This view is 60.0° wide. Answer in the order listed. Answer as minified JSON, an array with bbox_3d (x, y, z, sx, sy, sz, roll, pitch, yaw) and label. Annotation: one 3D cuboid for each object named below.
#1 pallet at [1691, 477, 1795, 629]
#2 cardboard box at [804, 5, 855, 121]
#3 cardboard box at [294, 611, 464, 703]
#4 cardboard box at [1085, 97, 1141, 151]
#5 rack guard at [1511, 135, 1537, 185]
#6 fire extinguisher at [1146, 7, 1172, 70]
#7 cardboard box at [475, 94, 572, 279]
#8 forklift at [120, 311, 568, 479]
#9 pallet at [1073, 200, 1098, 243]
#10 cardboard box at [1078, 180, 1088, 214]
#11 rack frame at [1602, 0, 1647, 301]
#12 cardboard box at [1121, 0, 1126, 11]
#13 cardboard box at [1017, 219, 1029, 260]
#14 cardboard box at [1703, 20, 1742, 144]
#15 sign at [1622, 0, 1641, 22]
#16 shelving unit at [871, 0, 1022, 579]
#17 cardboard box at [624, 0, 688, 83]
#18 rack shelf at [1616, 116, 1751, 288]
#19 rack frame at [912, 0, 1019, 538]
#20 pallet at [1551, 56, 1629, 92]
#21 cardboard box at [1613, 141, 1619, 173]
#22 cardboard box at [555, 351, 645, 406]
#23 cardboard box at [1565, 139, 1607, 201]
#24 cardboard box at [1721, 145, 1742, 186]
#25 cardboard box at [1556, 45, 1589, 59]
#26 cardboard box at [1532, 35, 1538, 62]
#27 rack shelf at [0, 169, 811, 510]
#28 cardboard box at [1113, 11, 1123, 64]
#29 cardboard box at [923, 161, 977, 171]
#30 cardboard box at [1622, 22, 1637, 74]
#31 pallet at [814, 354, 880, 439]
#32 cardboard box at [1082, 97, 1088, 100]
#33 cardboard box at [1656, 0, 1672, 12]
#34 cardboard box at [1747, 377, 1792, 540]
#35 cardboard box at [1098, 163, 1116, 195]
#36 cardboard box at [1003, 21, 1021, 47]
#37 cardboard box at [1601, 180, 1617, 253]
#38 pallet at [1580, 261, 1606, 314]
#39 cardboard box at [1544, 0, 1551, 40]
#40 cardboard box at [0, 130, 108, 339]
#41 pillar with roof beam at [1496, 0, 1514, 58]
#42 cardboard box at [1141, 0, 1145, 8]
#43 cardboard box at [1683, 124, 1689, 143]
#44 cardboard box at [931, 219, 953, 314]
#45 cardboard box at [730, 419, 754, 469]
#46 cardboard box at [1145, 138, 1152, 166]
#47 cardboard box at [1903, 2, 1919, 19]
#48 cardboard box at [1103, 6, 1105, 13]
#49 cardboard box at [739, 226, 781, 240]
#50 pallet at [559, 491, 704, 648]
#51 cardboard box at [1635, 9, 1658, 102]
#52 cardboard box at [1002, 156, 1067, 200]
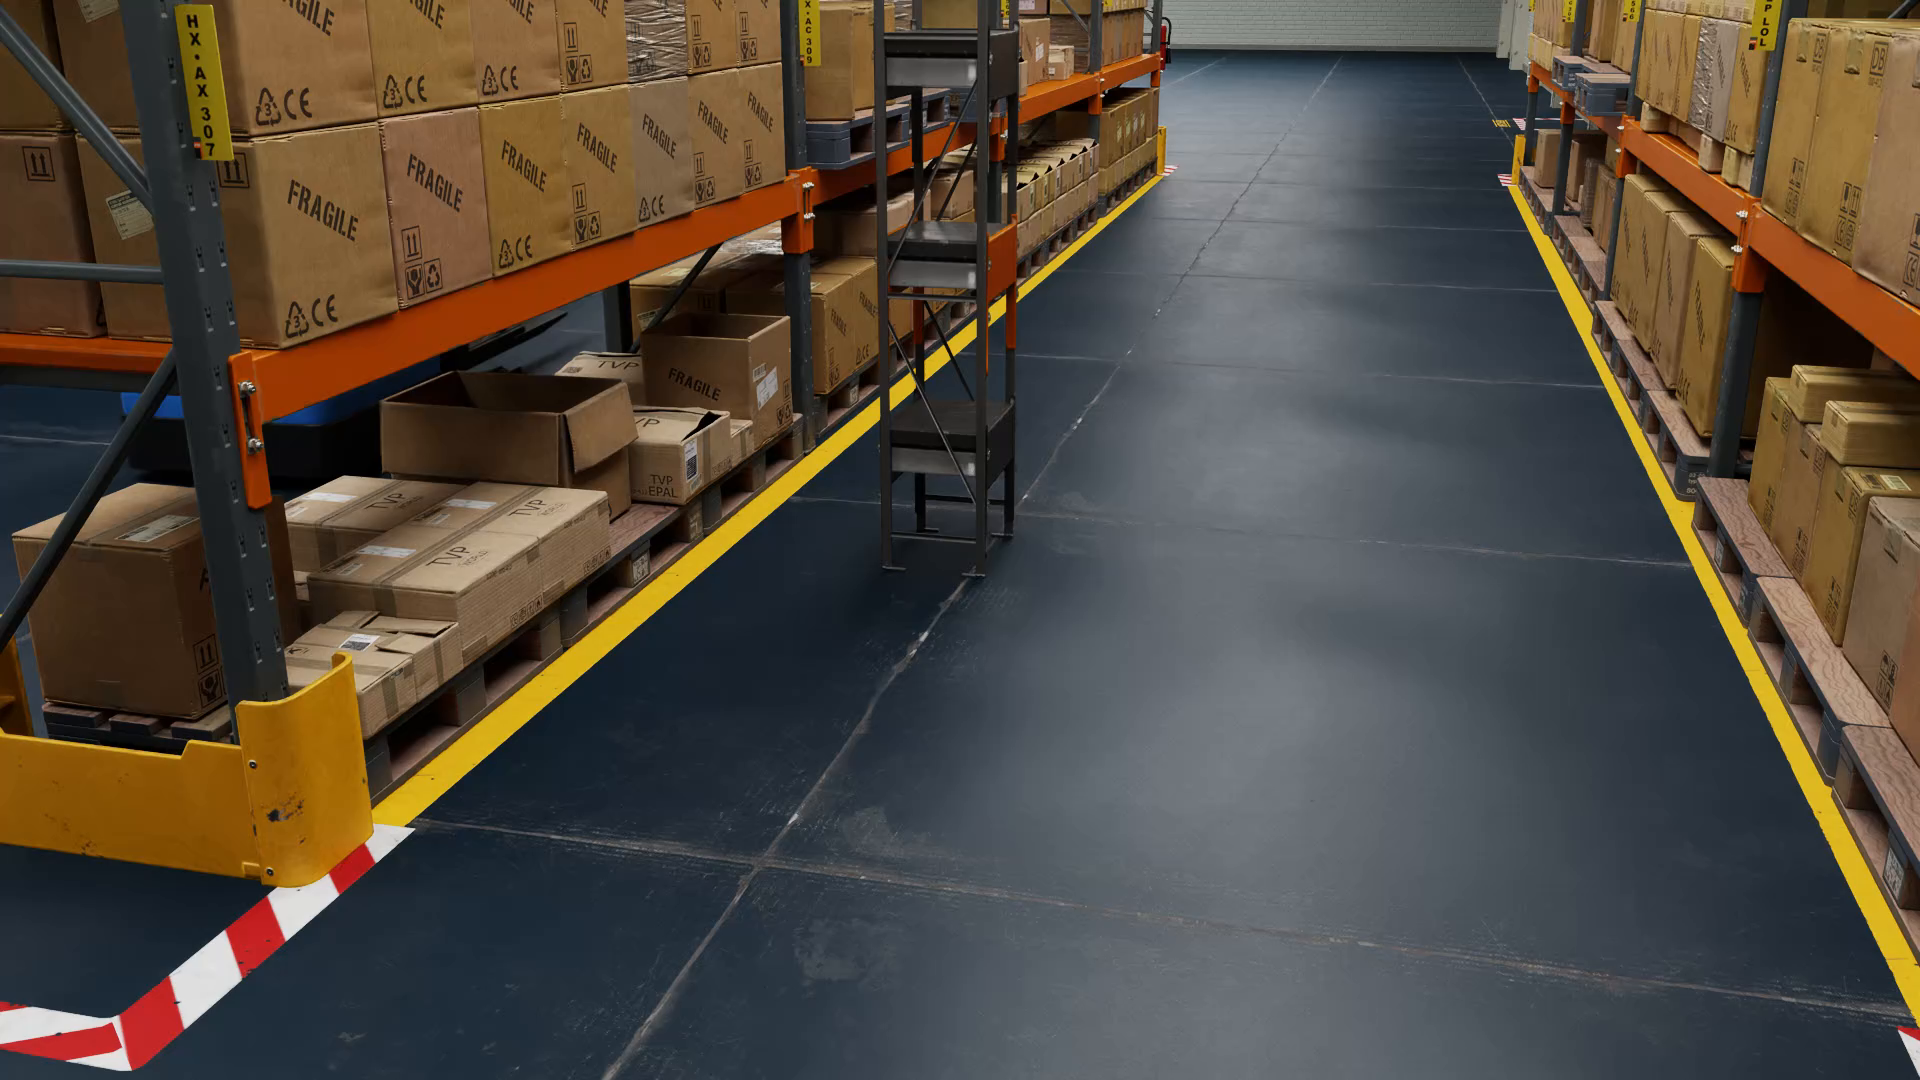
[{"bbox_3d":[3.352,0.065,6.171,1.003,0.211,1.213,5,19,13],"label":"pallet"},{"bbox_3d":[-0.858,-2.254,7.841,0.700,0.500,0.500,-2,19,-5],"label":"cardboard box"},{"bbox_3d":[-1.671,0.327,4.792,0.380,0.166,0.250,5,19,13],"label":"cardboard box"},{"bbox_3d":[1.545,-4.228,16.869,0.500,0.500,0.500,5,19,13],"label":"cardboard box"},{"bbox_3d":[6.527,-4.041,17.746,1.175,0.500,0.348,5,19,13],"label":"rack guard"},{"bbox_3d":[2.220,-5.602,18.567,0.296,0.674,0.183,5,19,13],"label":"fire extinguisher"},{"bbox_3d":[-1.558,-1.108,5.136,0.500,0.500,0.500,5,19,13],"label":"cardboard box"},{"bbox_3d":[-2.964,-2.091,8.276,1.130,2.935,3.031,3,19,10],"label":"forklift"},{"bbox_3d":[0.622,-2.831,14.649,1.003,0.211,1.213,5,19,13],"label":"pallet"},{"bbox_3d":[0.818,-2.971,14.348,0.500,0.250,0.500,4,19,13],"label":"cardboard box"},{"bbox_3d":[4.591,-2.741,10.071,1.000,3.000,0.127,5,19,13],"label":"rack frame"},{"bbox_3d":[1.456,-5.371,16.614,0.380,0.149,0.250,4,19,13],"label":"cardboard box"},{"bbox_3d":[0.199,-2.169,12.002,0.500,0.250,0.500,5,19,13],"label":"cardboard box"},{"bbox_3d":[3.597,-2.010,7.285,0.500,0.500,0.500,5,19,14],"label":"cardboard box"},{"bbox_3d":[4.062,-3.291,10.013,0.100,0.325,0.005,5,19,13],"label":"sign"},{"bbox_3d":[-0.040,-0.942,6.196,0.431,2.100,0.503,5,19,13],"label":"shelving unit"},{"bbox_3d":[-1.309,-1.900,5.907,0.500,0.500,0.500,5,19,14],"label":"cardboard box"},{"bbox_3d":[4.102,-1.773,8.352,1.077,0.370,4.000,5,19,13],"label":"rack shelf"},{"bbox_3d":[0.019,-1.018,6.420,0.400,2.100,0.015,5,19,13],"label":"rack frame"},{"bbox_3d":[5.240,-3.675,13.104,1.003,0.211,1.213,5,19,13],"label":"pallet"},{"bbox_3d":[5.177,-2.841,12.390,0.500,0.250,0.500,4,19,12],"label":"cardboard box"},{"bbox_3d":[-1.503,-0.698,7.570,0.500,0.311,0.500,5,19,13],"label":"cardboard box"},{"bbox_3d":[5.783,-3.348,15.036,0.500,0.500,0.500,3,19,9],"label":"cardboard box"},{"bbox_3d":[3.460,-1.587,7.050,0.380,0.149,0.250,5,19,14],"label":"cardboard box"},{"bbox_3d":[5.390,-4.105,14.267,0.500,0.250,0.500,5,19,14],"label":"cardboard box"},{"bbox_3d":[6.005,-4.895,16.579,0.500,0.250,0.500,4,19,12],"label":"cardboard box"},{"bbox_3d":[-1.679,-0.910,5.823,1.077,0.370,4.000,5,19,13],"label":"rack shelf"},{"bbox_3d":[1.239,-5.055,16.691,0.700,0.500,0.500,5,20,15],"label":"cardboard box"},{"bbox_3d":[-0.078,-2.799,12.977,0.500,0.311,0.500,5,19,13],"label":"cardboard box"},{"bbox_3d":[4.806,-3.322,10.936,0.700,0.500,0.500,3,19,8],"label":"cardboard box"},{"bbox_3d":[-1.029,-0.815,8.748,1.003,0.211,1.213,5,19,13],"label":"pallet"},{"bbox_3d":[1.025,-4.270,16.992,0.500,0.500,0.500,5,19,13],"label":"cardboard box"},{"bbox_3d":[4.099,-3.003,9.031,0.500,0.250,0.500,4,19,13],"label":"cardboard box"},{"bbox_3d":[3.332,-0.276,6.074,0.700,0.500,0.500,5,19,14],"label":"cardboard box"},{"bbox_3d":[1.171,-3.403,15.615,0.500,0.250,0.500,5,19,13],"label":"cardboard box"},{"bbox_3d":[0.181,-3.705,12.740,0.500,0.500,0.500,4,19,10],"label":"cardboard box"},{"bbox_3d":[5.049,-2.306,11.985,0.700,0.500,0.500,5,19,13],"label":"cardboard box"},{"bbox_3d":[4.783,-1.666,11.238,1.003,0.211,1.213,5,19,13],"label":"pallet"},{"bbox_3d":[5.760,-4.937,15.543,0.500,0.500,0.500,5,20,15],"label":"cardboard box"},{"bbox_3d":[-2.323,-0.832,4.329,0.500,0.500,0.500,5,20,15],"label":"cardboard box"},{"bbox_3d":[10.369,-17.542,44.124,9.100,9.000,0.400,5,19,13],"label":"pillar with roof beam"},{"bbox_3d":[1.770,-5.775,17.797,0.380,0.149,0.250,5,20,15],"label":"cardboard box"},{"bbox_3d":[3.999,-2.141,8.672,0.380,0.149,0.250,5,19,14],"label":"cardboard box"},{"bbox_3d":[-0.341,-1.682,10.158,0.500,0.500,0.500,4,19,11],"label":"cardboard box"},{"bbox_3d":[-1.088,-0.413,6.985,0.380,0.149,0.250,5,19,13],"label":"cardboard box"},{"bbox_3d":[1.786,-4.187,17.908,0.500,0.250,0.500,5,19,13],"label":"cardboard box"},{"bbox_3d":[3.979,-2.163,6.573,0.500,0.250,0.500,5,20,15],"label":"cardboard box"},{"bbox_3d":[1.140,-4.967,15.432,0.380,0.149,0.250,4,19,12],"label":"cardboard box"},{"bbox_3d":[-0.974,-1.550,9.773,0.500,0.500,0.500,4,19,12],"label":"cardboard box"},{"bbox_3d":[-1.656,0.042,6.240,1.003,0.211,1.213,5,19,13],"label":"pallet"},{"bbox_3d":[4.224,-2.806,9.617,0.500,0.500,0.500,5,20,15],"label":"cardboard box"},{"bbox_3d":[0.571,-2.921,13.334,0.500,0.311,0.500,4,19,13],"label":"cardboard box"}]
